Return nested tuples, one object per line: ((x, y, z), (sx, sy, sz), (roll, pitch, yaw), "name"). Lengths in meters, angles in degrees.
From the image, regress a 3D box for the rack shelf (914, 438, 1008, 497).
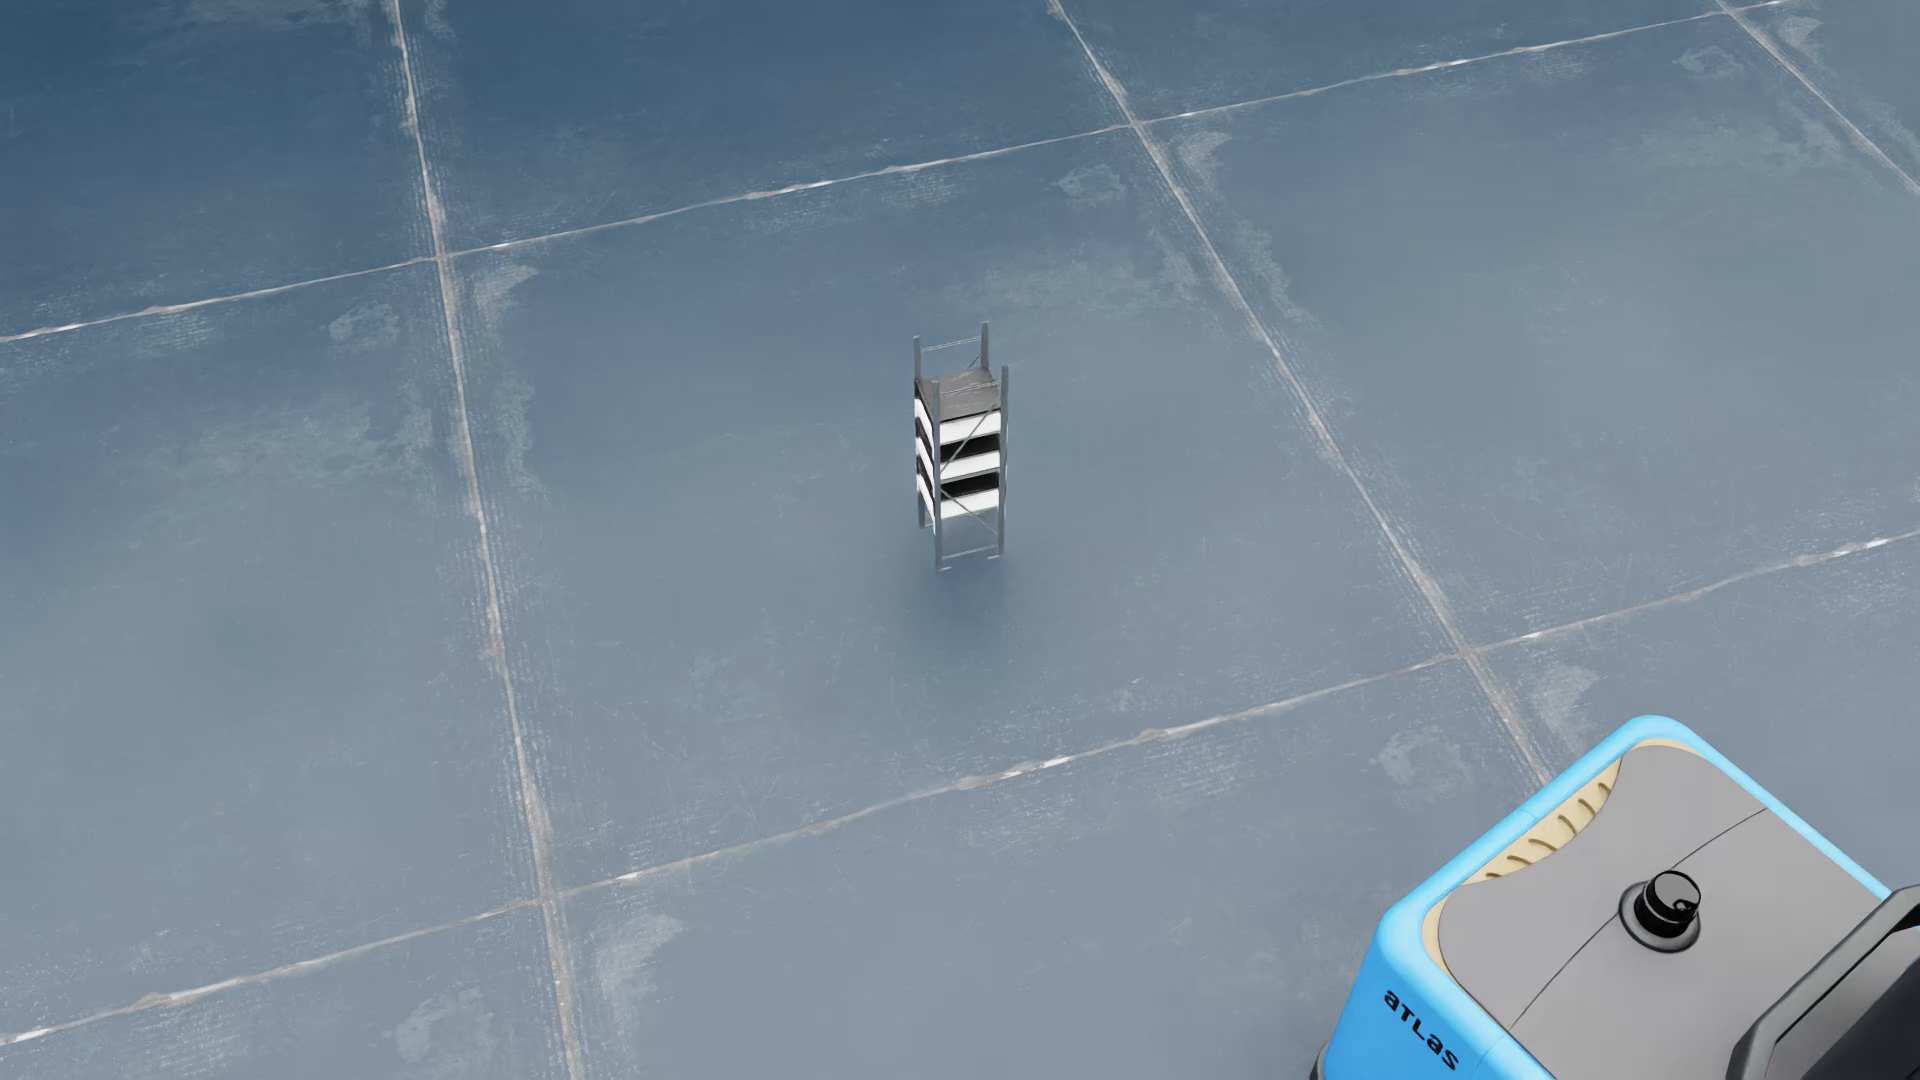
((0.002, -0.263, 5.426), (0.258, 0.077, 0.200), (-13, 51, -11), "rack shelf")

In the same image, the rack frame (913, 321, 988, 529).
((-0.028, -0.358, 5.464), (0.240, 0.900, 0.006), (-13, 51, -11), "rack frame")

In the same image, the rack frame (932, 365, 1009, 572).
((0.032, -0.210, 5.338), (0.240, 0.900, 0.006), (-13, 51, -11), "rack frame")

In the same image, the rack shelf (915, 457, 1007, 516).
((0.002, -0.205, 5.495), (0.258, 0.077, 0.200), (-13, 51, -11), "rack shelf")

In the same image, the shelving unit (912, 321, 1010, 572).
((0.002, -0.284, 5.401), (0.258, 0.900, 0.210), (-13, 51, -11), "shelving unit")

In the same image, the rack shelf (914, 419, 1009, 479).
((0.002, -0.321, 5.358), (0.258, 0.077, 0.200), (-13, 51, -11), "rack shelf")

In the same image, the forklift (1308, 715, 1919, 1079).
((2.193, 1.267, 2.765), (1.130, 2.935, 3.031), (-30, 56, -23), "forklift")

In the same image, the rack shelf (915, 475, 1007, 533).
((0.002, -0.147, 5.564), (0.258, 0.077, 0.200), (-13, 51, -11), "rack shelf")

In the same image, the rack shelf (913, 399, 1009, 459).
((0.002, -0.379, 5.289), (0.258, 0.077, 0.200), (-13, 51, -11), "rack shelf")

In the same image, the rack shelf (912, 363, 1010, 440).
((0.002, -0.437, 5.220), (0.258, 0.077, 0.200), (-13, 51, -11), "rack shelf")
